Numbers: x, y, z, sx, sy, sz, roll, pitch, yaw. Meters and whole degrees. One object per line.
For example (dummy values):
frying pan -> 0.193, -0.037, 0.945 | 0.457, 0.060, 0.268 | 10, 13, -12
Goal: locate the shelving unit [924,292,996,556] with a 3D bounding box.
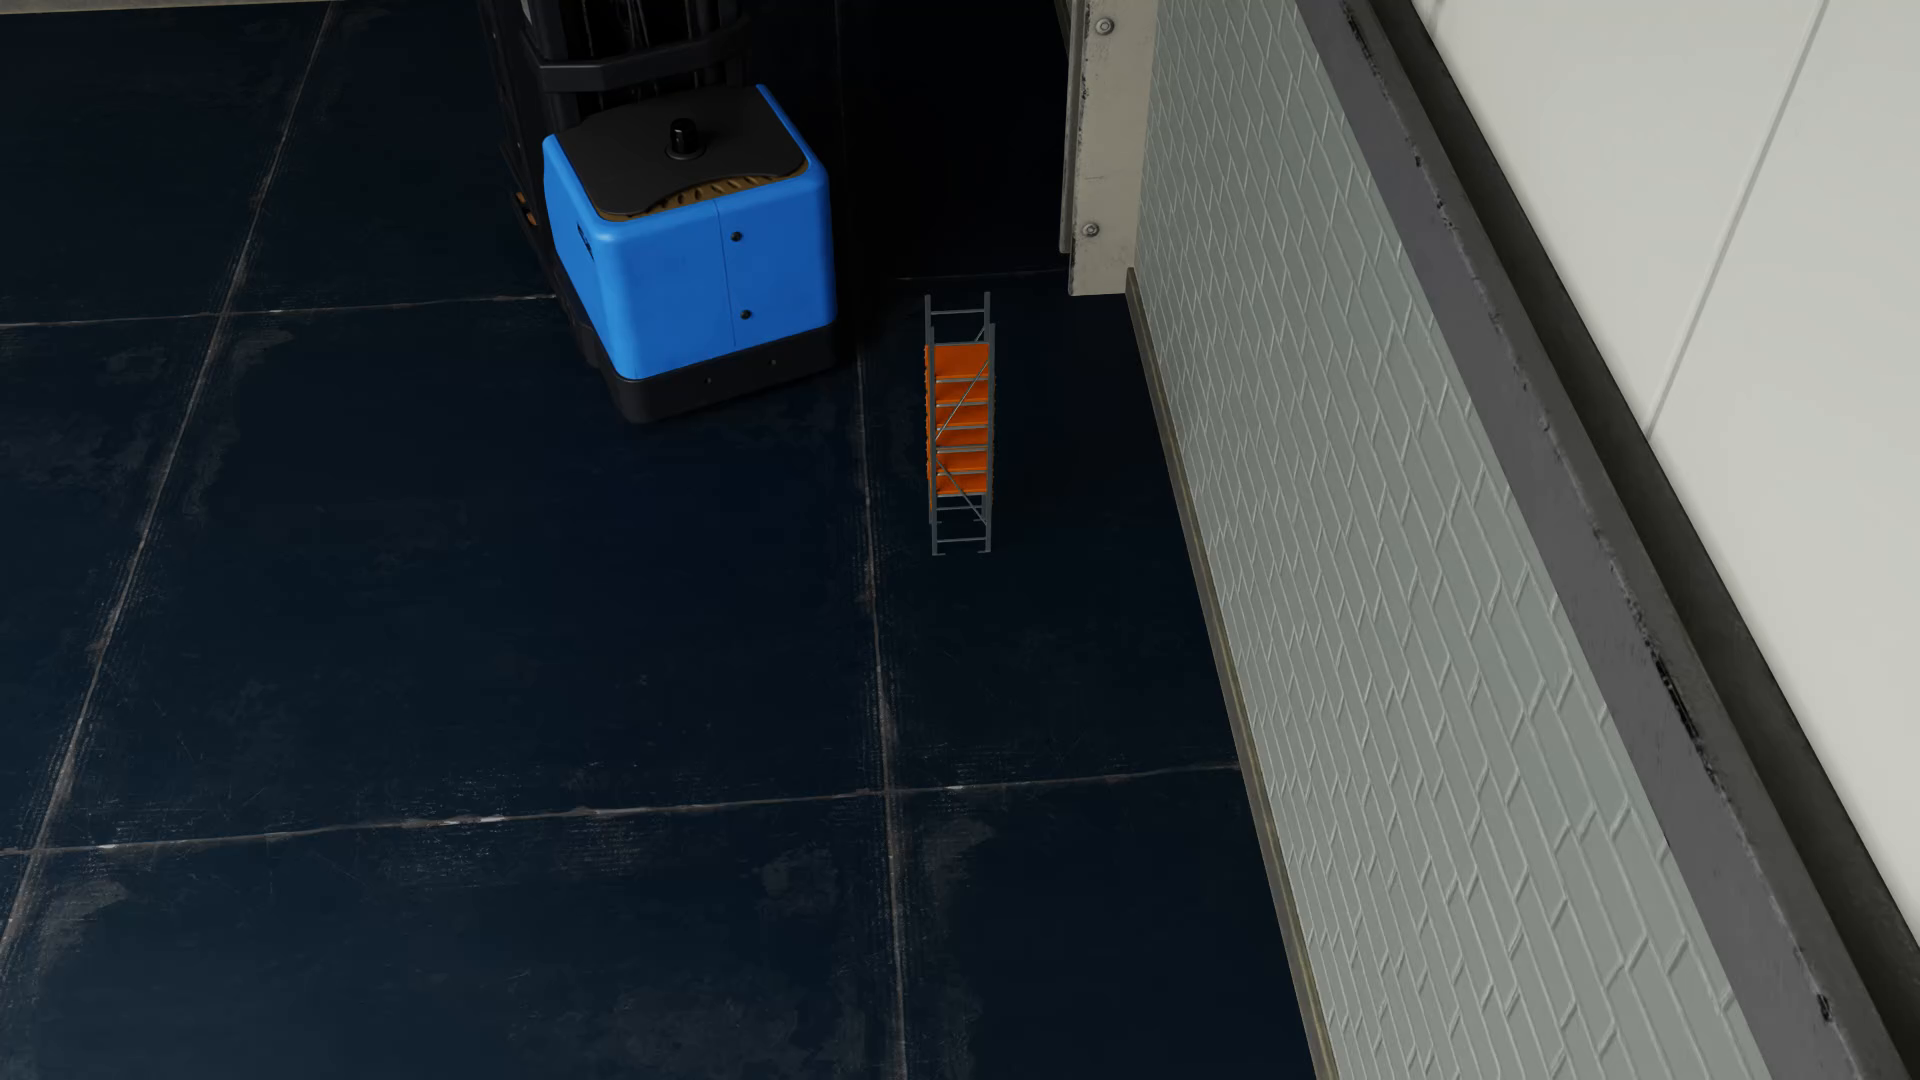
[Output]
shelving unit -> -0.001, -0.423, 6.461 | 0.258, 1.200, 0.189 | -3, 47, -3

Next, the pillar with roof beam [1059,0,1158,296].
pillar with roof beam -> -3.627, -4.161, 4.629 | 9.100, 9.000, 0.400 | -3, 47, -3

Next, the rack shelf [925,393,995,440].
rack shelf -> -0.001, -0.475, 6.406 | 0.258, 0.103, 0.180 | -3, 47, -3

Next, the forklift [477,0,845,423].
forklift -> -1.609, -2.600, 7.331 | 1.130, 2.935, 3.031 | -19, 49, -17

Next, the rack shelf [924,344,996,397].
rack shelf -> -0.001, -0.640, 6.232 | 0.258, 0.103, 0.180 | -3, 47, -3

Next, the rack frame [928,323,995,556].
rack frame -> 0.006, -0.357, 6.398 | 0.240, 1.200, 0.006 | -3, 47, -3

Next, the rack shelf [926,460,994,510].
rack shelf -> -0.001, -0.227, 6.667 | 0.258, 0.103, 0.180 | -3, 47, -3

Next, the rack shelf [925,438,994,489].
rack shelf -> -0.001, -0.310, 6.580 | 0.258, 0.103, 0.180 | -3, 47, -3

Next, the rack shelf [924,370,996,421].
rack shelf -> -0.001, -0.558, 6.319 | 0.258, 0.103, 0.180 | -3, 47, -3

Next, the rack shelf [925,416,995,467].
rack shelf -> -0.001, -0.392, 6.493 | 0.258, 0.103, 0.180 | -3, 47, -3

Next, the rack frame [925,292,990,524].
rack frame -> -0.009, -0.489, 6.523 | 0.240, 1.200, 0.006 | -3, 47, -3
